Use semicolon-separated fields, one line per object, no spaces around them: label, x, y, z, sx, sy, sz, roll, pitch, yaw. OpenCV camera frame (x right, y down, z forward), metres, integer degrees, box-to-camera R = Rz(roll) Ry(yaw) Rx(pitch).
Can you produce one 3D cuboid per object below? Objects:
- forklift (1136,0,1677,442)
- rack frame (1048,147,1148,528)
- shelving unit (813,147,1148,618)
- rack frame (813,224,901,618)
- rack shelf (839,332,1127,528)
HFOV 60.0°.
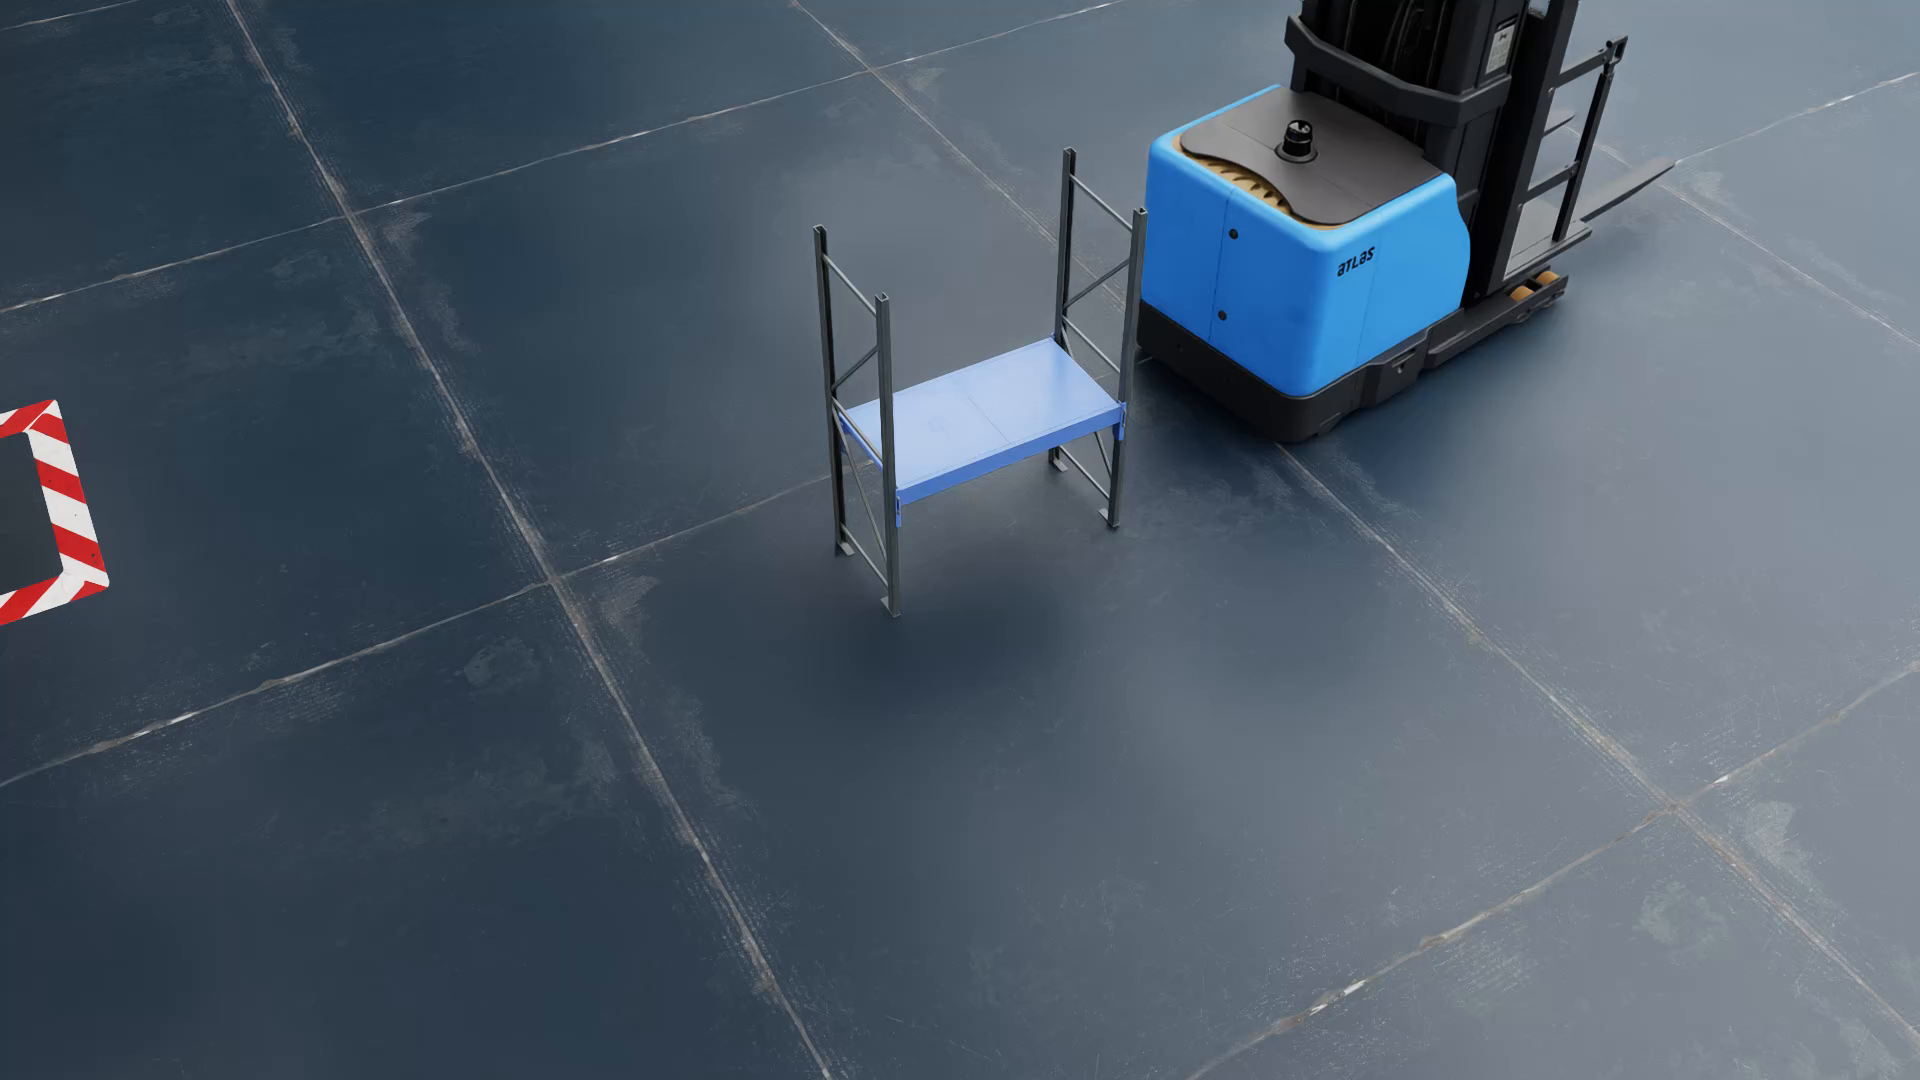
forklift;-8.154;-2.859;7.591;18.233;2.935;15.389;-29;51;-27
rack frame;0.515;-0.744;6.440;0.032;1.500;0.500;-22;48;-21
shelving unit;0.074;-0.568;6.258;1.048;1.500;0.538;-22;48;-21
rack frame;-0.367;-0.391;6.076;0.032;1.500;0.500;-22;48;-21
rack shelf;0.074;-0.439;6.383;1.000;0.185;0.538;-22;48;-21
